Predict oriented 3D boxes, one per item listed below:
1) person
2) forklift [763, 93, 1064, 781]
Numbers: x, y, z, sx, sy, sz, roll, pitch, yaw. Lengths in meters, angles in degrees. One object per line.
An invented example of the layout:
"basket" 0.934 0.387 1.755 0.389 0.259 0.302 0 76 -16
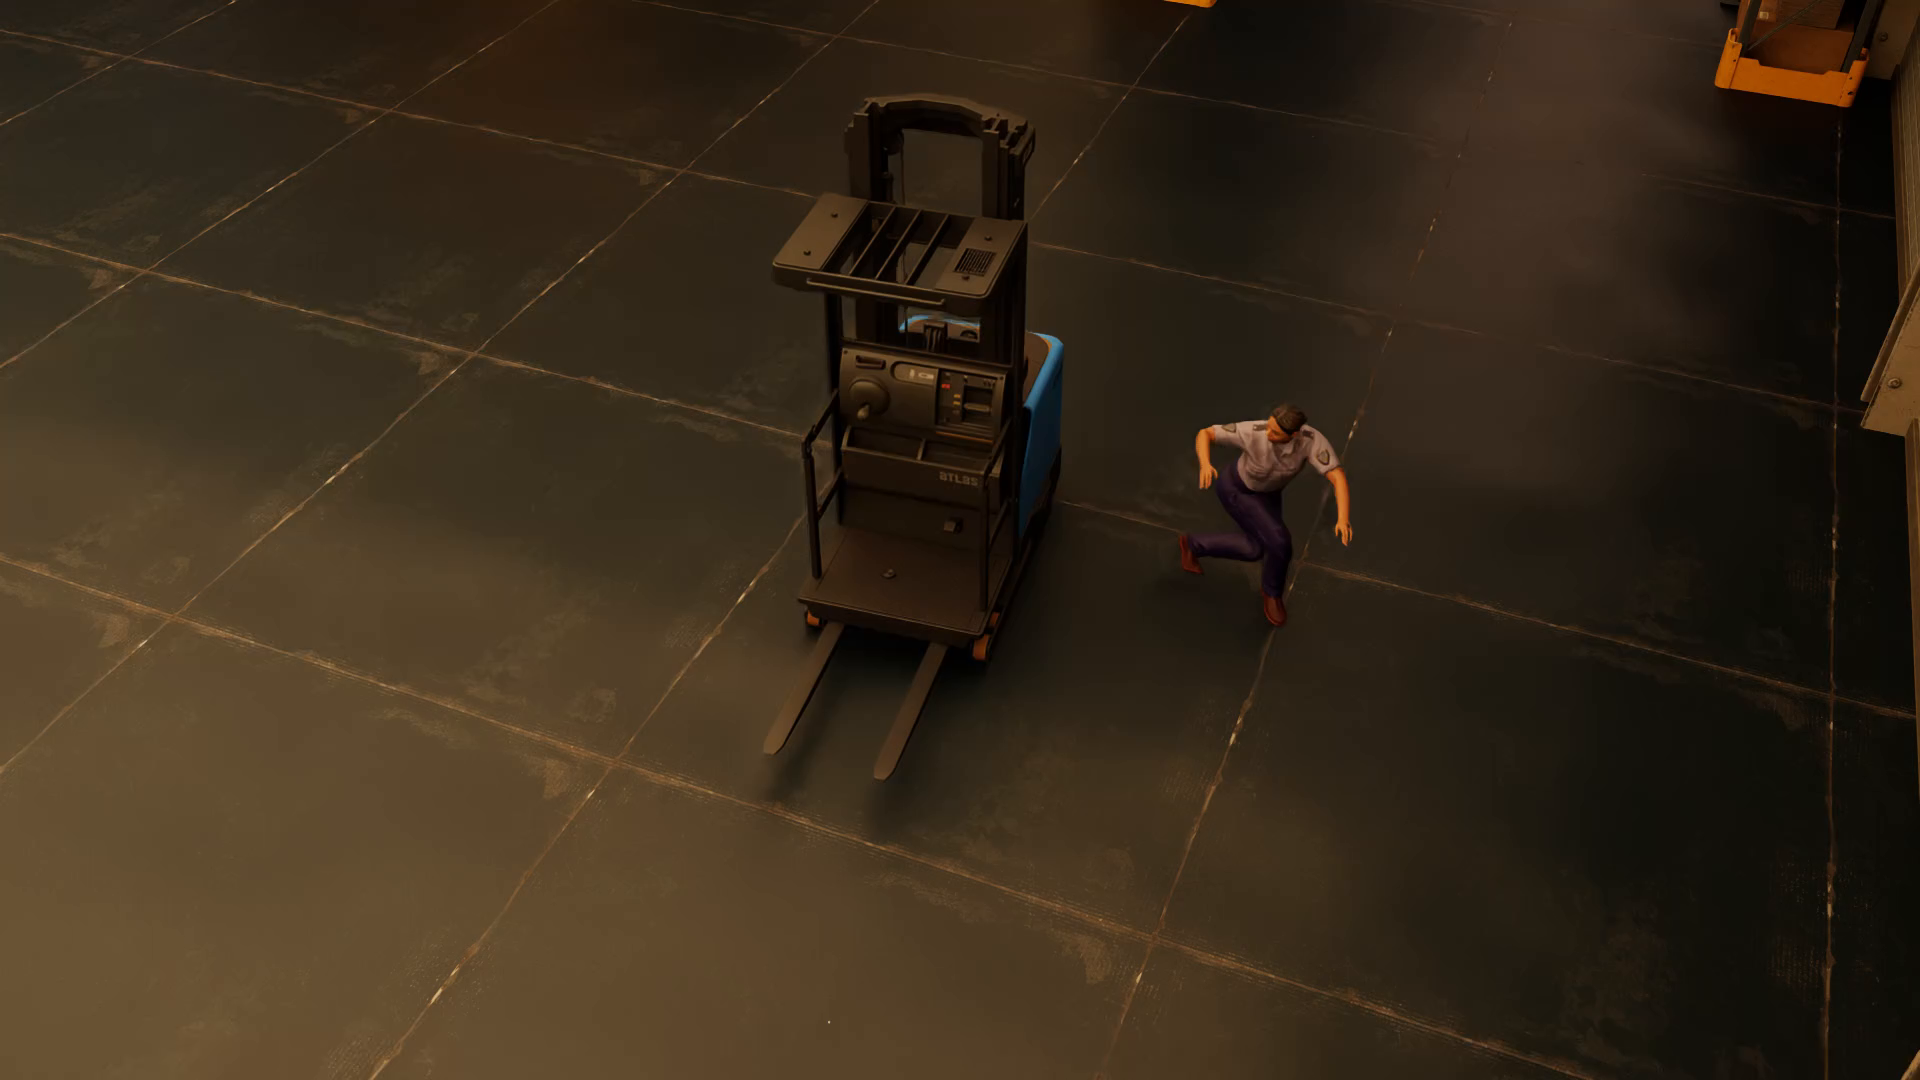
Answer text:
"person" 1.676 -0.137 9.338 0.805 1.417 1.081 -20 44 -23
"forklift" -0.267 -0.719 8.865 1.130 2.935 3.031 11 41 13
